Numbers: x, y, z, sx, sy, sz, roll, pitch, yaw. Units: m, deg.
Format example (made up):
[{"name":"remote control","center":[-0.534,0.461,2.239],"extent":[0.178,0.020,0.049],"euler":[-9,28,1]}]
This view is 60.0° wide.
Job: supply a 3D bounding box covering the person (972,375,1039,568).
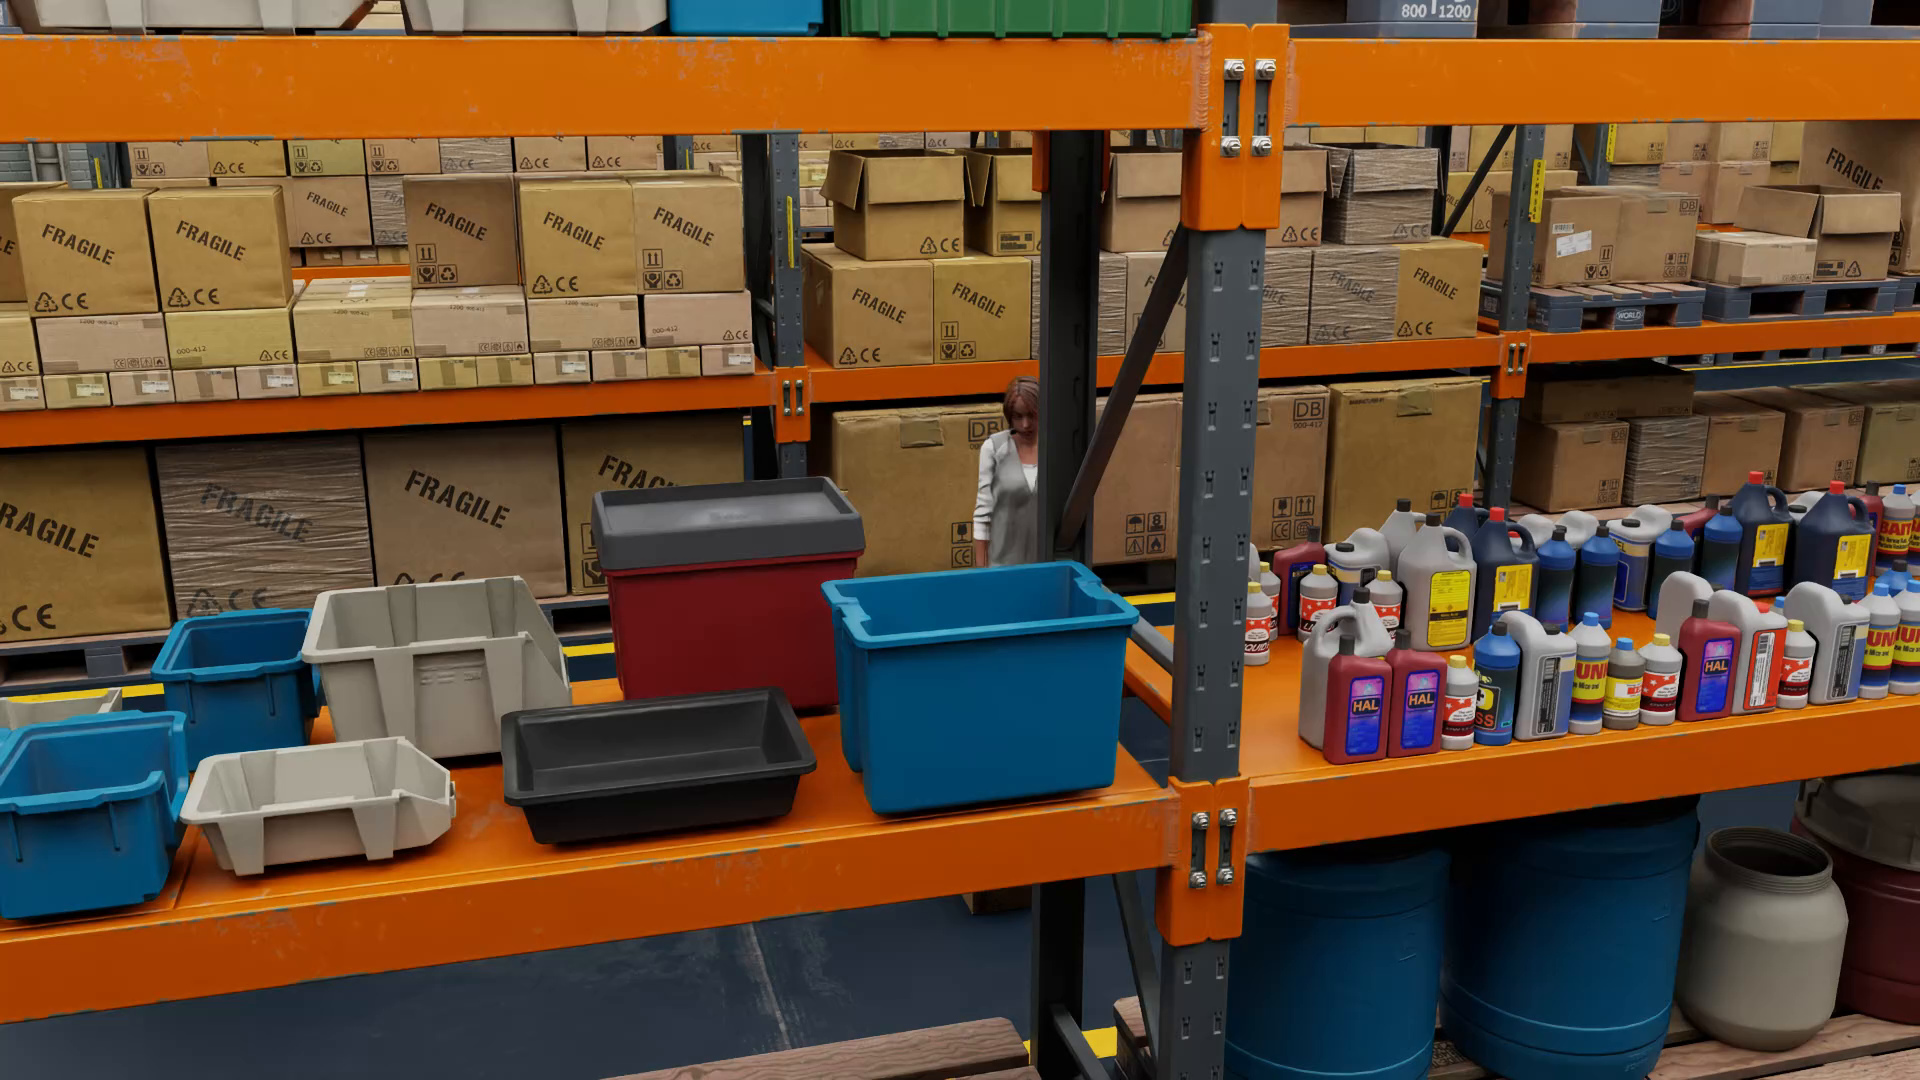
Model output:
[{"name":"person","center":[0.259,0.141,6.500],"extent":[0.452,1.596,0.456],"euler":[-3,16,-9]}]
